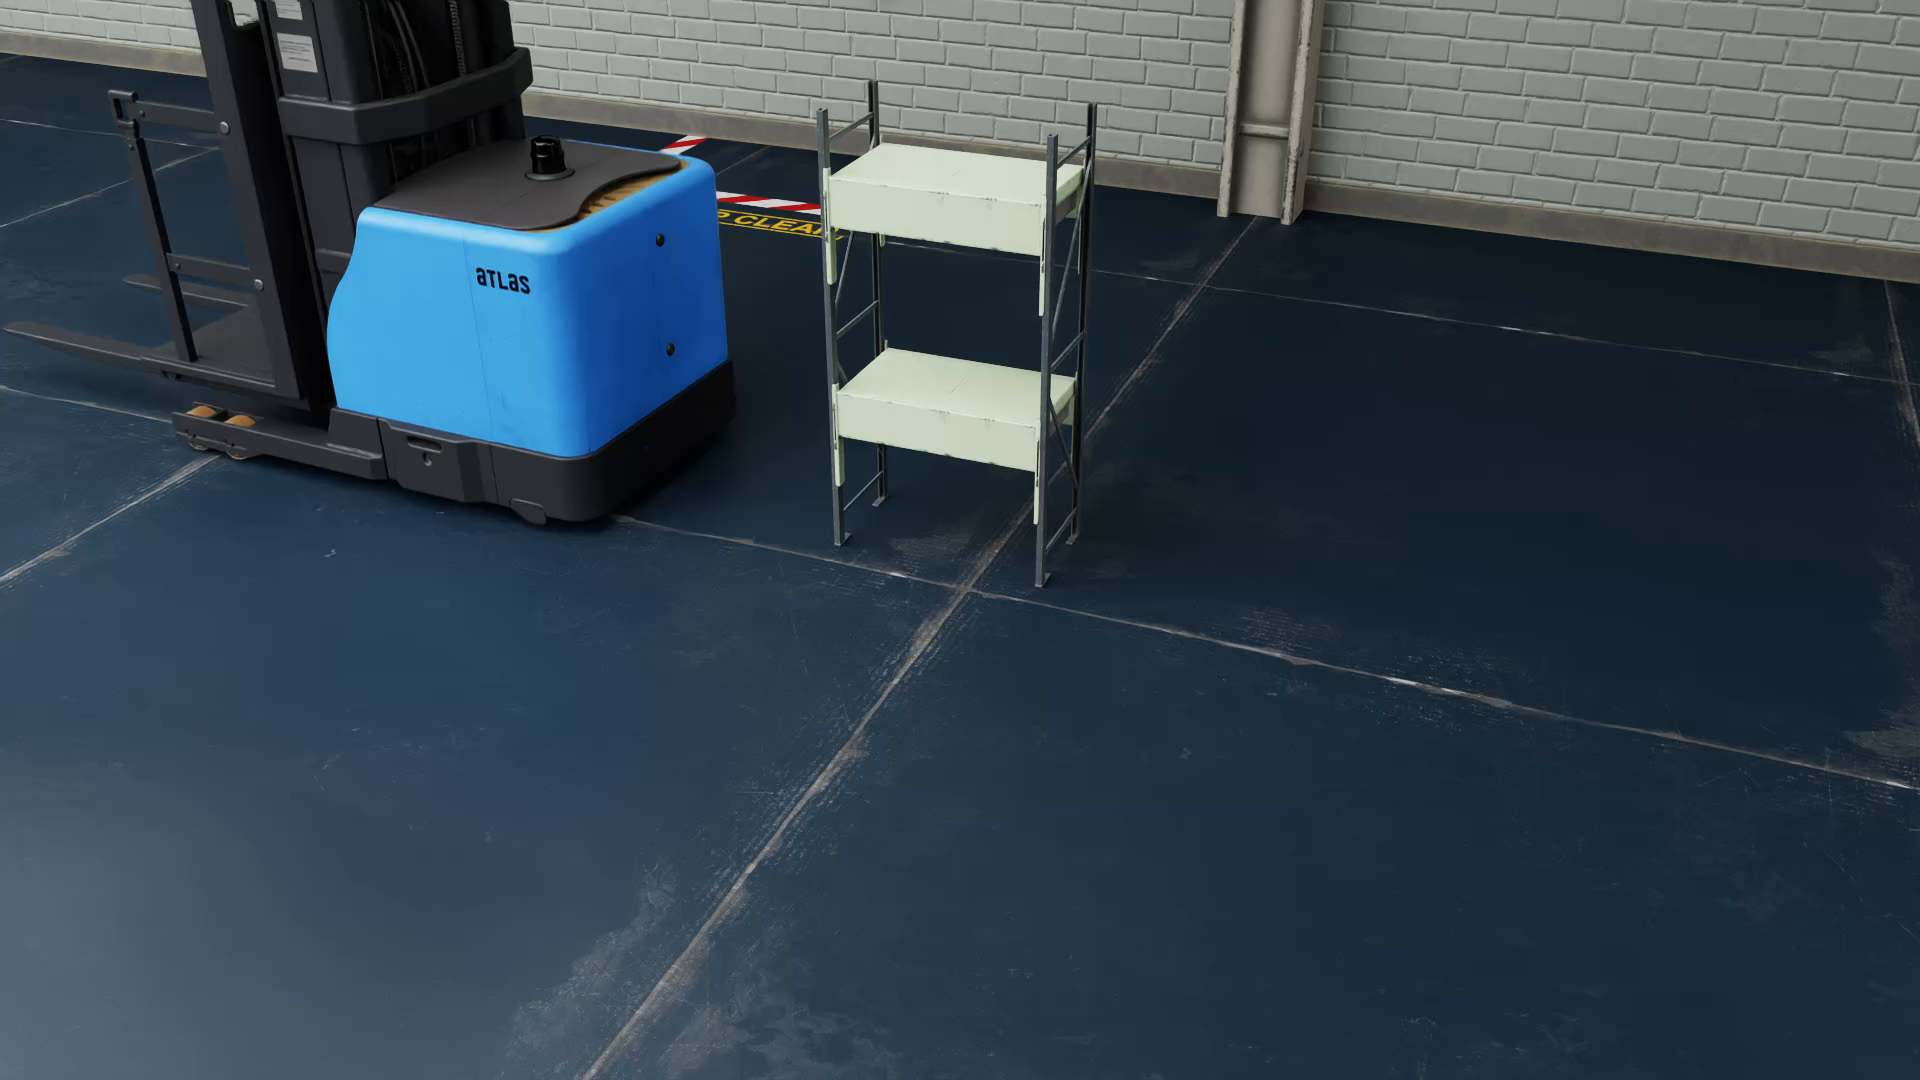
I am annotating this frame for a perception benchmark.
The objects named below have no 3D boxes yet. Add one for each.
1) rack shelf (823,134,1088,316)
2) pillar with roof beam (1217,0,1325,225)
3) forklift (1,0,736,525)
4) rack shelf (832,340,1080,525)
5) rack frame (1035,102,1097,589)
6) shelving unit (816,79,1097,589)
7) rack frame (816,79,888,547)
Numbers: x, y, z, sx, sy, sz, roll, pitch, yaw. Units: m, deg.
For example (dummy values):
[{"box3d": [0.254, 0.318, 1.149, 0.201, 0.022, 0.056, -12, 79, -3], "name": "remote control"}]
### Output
[{"box3d": [-0.006, -0.994, 5.191, 0.720, 0.370, 0.431, 11, 31, 19], "name": "rack shelf"}, {"box3d": [-0.022, -3.700, 3.151, 0.400, 9.000, 9.100, 11, 31, 19], "name": "pillar with roof beam"}, {"box3d": [-2.432, -1.800, 5.957, 3.031, 2.935, 1.130, 13, 32, 21], "name": "forklift"}, {"box3d": [-0.006, -0.370, 5.544, 0.720, 0.370, 0.431, 11, 31, 19], "name": "rack shelf"}, {"box3d": [0.333, -0.586, 5.263, 0.023, 1.500, 0.400, 11, 31, 19], "name": "rack frame"}, {"box3d": [-0.006, -0.654, 5.383, 0.755, 1.500, 0.431, 11, 31, 19], "name": "shelving unit"}, {"box3d": [-0.345, -0.722, 5.503, 0.023, 1.500, 0.400, 11, 31, 19], "name": "rack frame"}]
